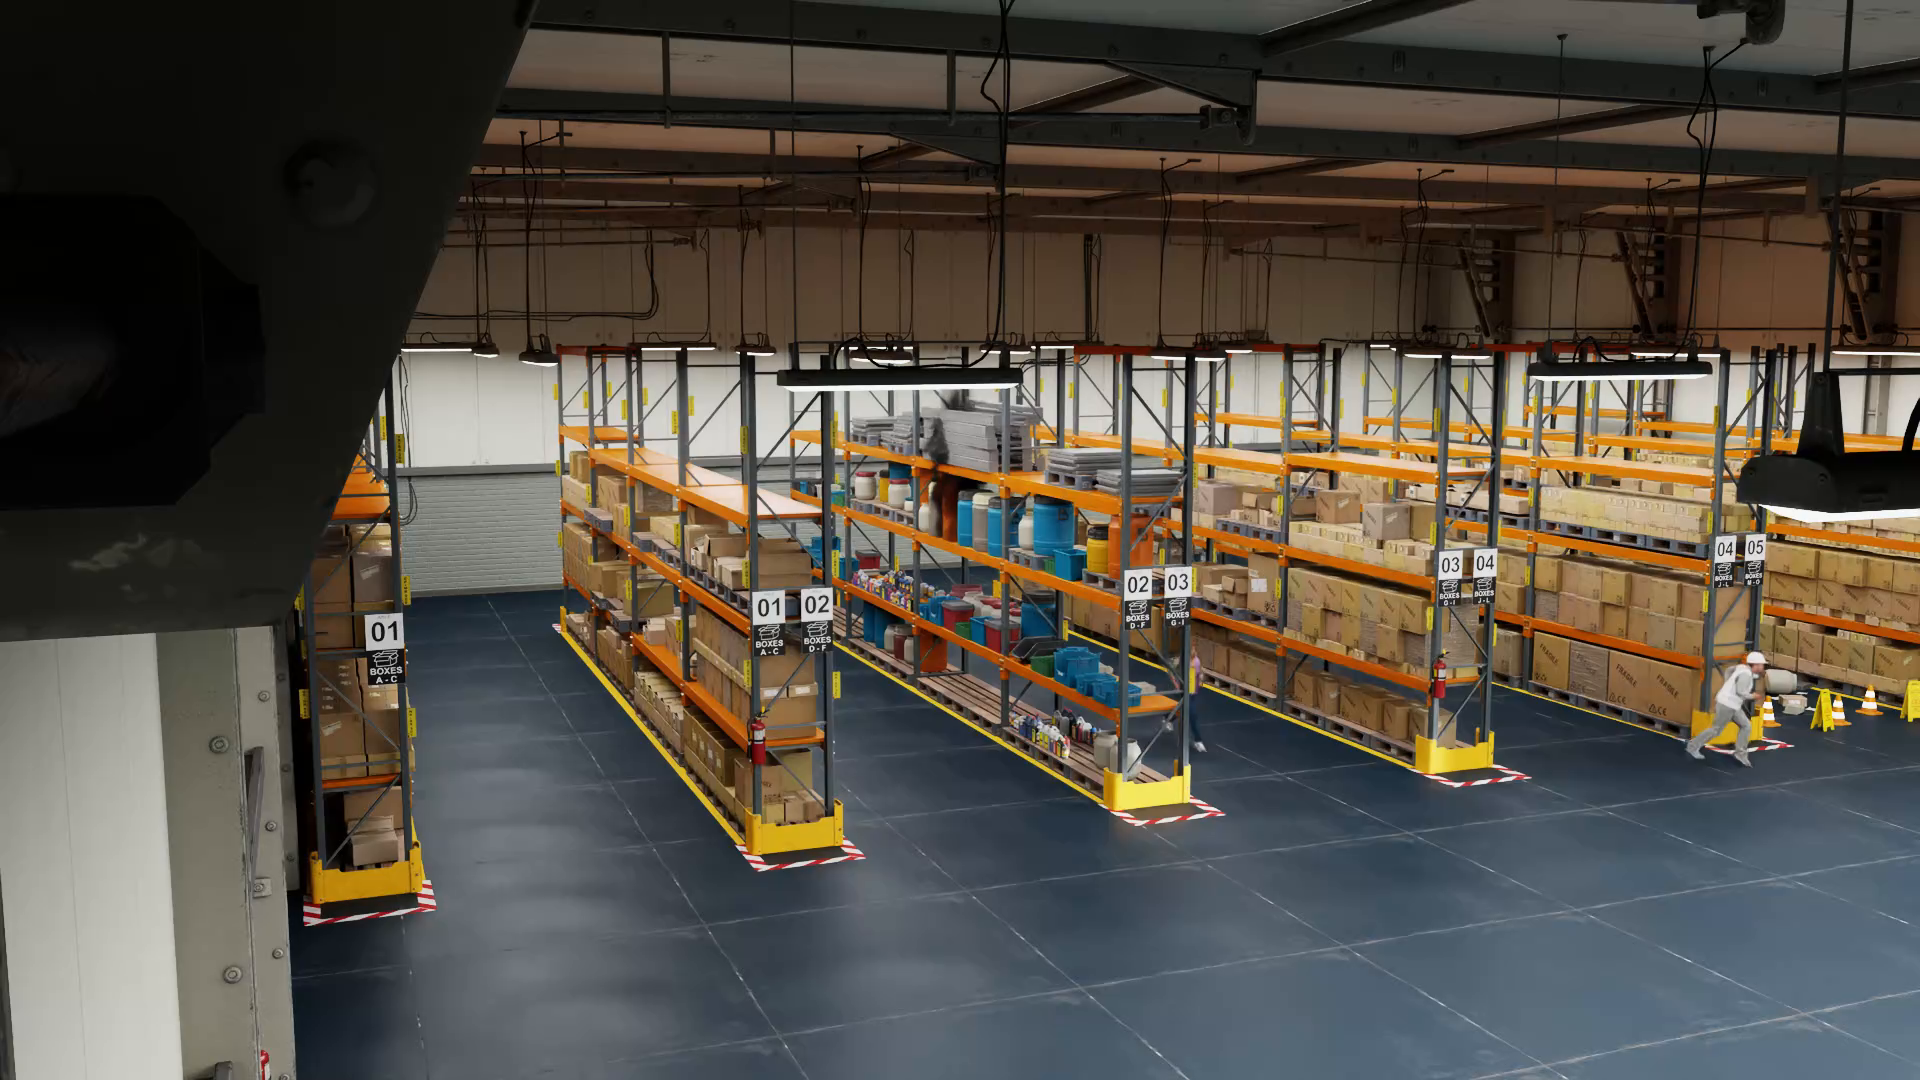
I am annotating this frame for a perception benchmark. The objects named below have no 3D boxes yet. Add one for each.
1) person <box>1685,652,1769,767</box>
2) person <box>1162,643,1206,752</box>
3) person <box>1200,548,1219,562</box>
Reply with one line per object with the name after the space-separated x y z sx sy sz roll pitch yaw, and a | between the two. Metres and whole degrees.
11.158 2.458 24.212 1.035 1.732 0.701 3 8 22 | person
3.444 2.278 25.303 0.495 1.475 1.004 -6 9 -38 | person
6.244 0.224 41.613 0.660 1.646 0.553 -5 9 -35 | person
